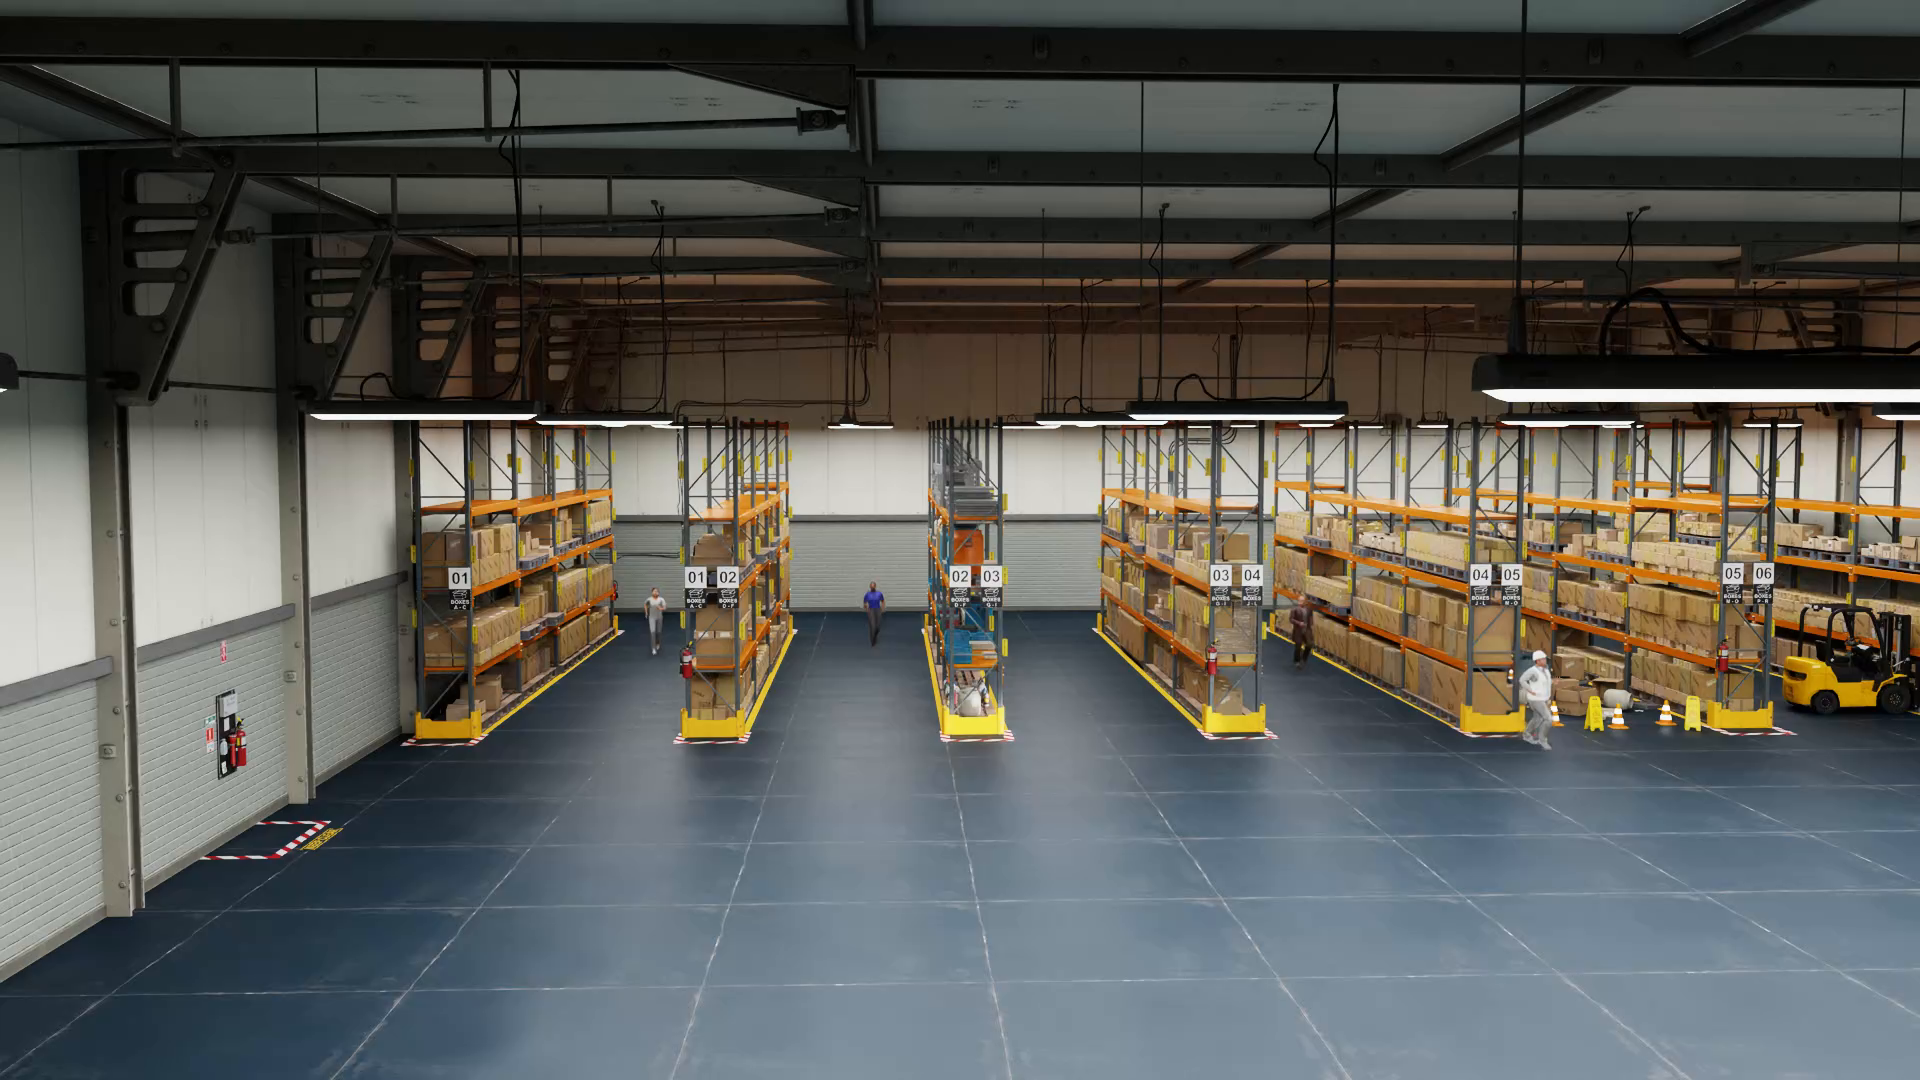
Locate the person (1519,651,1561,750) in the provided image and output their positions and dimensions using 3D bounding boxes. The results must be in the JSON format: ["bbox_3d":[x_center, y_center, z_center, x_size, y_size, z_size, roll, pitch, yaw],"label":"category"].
[{"bbox_3d":[10.439,2.895,29.985,0.734,1.816,0.657,4,5,43],"label":"person"}]

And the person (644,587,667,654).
[{"bbox_3d":[-7.873,2.059,43.012,0.553,1.685,0.922,-1,4,-15],"label":"person"}]

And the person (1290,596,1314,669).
[{"bbox_3d":[8.241,2.231,40.032,0.672,1.771,0.837,-1,4,-8],"label":"person"}]

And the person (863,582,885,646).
[{"bbox_3d":[-2.180,1.876,42.199,0.565,1.632,0.475,0,4,-6],"label":"person"}]
